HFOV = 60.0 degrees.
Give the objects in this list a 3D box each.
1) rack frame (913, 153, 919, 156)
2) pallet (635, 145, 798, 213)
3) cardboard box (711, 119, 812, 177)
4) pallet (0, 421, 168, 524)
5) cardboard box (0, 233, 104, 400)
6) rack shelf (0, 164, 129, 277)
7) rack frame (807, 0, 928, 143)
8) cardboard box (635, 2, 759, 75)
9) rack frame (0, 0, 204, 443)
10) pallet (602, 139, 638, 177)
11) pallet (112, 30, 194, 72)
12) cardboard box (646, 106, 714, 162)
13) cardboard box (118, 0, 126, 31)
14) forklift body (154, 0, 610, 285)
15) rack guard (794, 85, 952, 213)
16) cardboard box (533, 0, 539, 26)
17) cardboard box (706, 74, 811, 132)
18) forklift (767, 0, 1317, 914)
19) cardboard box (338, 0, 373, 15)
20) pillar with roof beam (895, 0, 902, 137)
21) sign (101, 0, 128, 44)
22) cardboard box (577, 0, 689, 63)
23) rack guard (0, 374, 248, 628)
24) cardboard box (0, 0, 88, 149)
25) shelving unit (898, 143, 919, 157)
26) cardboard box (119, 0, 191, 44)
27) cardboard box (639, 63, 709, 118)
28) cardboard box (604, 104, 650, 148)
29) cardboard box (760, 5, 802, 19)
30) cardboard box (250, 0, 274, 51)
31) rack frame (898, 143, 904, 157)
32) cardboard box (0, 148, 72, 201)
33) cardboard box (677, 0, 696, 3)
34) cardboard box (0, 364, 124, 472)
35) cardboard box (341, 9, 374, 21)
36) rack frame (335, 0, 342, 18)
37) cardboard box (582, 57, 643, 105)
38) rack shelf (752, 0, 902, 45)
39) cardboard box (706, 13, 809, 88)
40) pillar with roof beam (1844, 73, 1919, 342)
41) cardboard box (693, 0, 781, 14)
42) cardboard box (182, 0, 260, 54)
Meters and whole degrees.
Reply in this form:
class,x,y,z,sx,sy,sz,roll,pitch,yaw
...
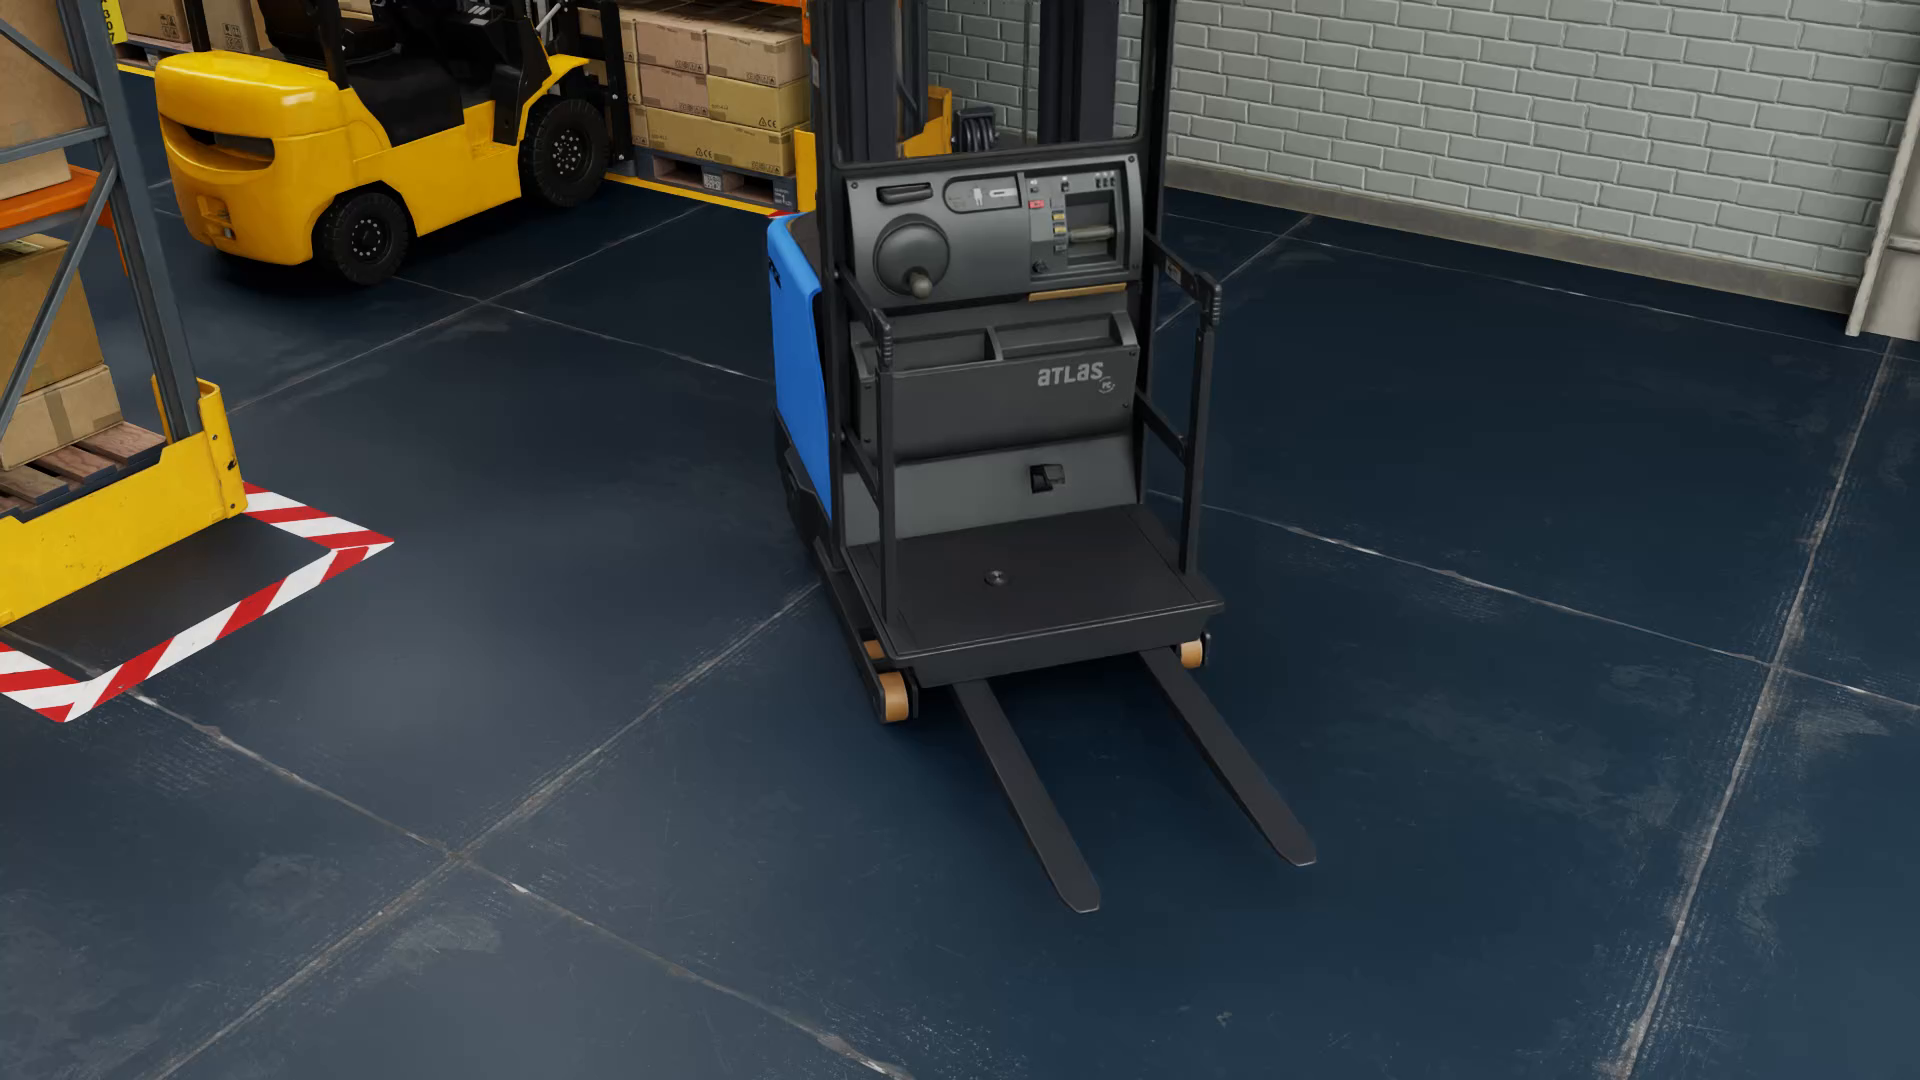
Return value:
class,x,y,z,sx,sy,sz,roll,pitch,yaw
rack frame,-0.257,-0.932,6.633,0.240,1.200,0.006,-11,28,-18
pallet,-1.173,-2.309,9.999,1.213,0.211,1.003,18,35,27
cardboard box,-1.069,-2.311,9.547,0.500,0.250,0.500,18,35,28
pallet,-3.872,-0.256,6.479,1.213,0.211,1.003,18,35,27
cardboard box,-3.695,-0.865,6.324,0.500,0.500,0.500,16,34,26
rack shelf,-4.832,-1.432,6.442,4.000,0.370,1.077,18,35,27
rack frame,-0.503,-3.327,8.975,0.127,3.000,1.000,18,35,27
cardboard box,-1.494,-2.877,9.524,0.500,0.250,0.500,18,35,28
rack frame,-3.138,-1.207,5.342,0.127,3.000,1.000,18,35,27
pallet,-2.202,-2.636,10.559,1.213,0.211,1.003,18,35,27
pallet,-5.573,-3.701,12.384,1.213,0.211,1.003,18,35,27
cardboard box,-1.485,-2.449,9.782,0.500,0.250,0.500,18,35,27
cardboard box,-6.200,-4.281,12.551,0.625,0.625,0.875,19,35,29
forklift body,-3.079,-2.689,8.725,1.214,2.155,2.313,18,35,27
rack guard,-0.482,-2.240,9.594,0.348,0.500,1.175,18,35,27
cardboard box,-2.352,-3.147,9.987,0.500,0.250,0.500,17,34,26
cardboard box,-1.081,-2.533,9.431,0.500,0.250,0.500,17,34,27
forklift,0.180,-0.910,4.902,1.130,2.935,3.031,-9,31,-14
cardboard box,-3.648,-3.560,10.696,0.500,0.250,0.500,17,34,27
pillar with roof beam,-2.902,-4.652,5.293,0.400,9.000,9.100,18,35,27
sign,-2.850,-1.813,5.521,0.005,0.325,0.100,18,35,27
cardboard box,-1.927,-3.008,9.748,0.500,0.250,0.500,18,35,28
rack guard,-3.203,-0.148,6.007,0.348,0.500,1.175,18,35,27
cardboard box,-3.392,-1.624,5.663,0.500,0.500,0.500,17,34,27
shelving unit,-0.289,-0.970,6.710,0.258,1.200,0.189,-11,28,-18
cardboard box,-5.629,-4.100,12.242,0.625,0.625,0.875,16,34,25
cardboard box,-1.500,-2.672,9.669,0.500,0.250,0.500,17,34,27
cardboard box,-1.904,-2.586,10.019,0.500,0.250,0.500,18,35,28
cardboard box,-0.809,-2.962,9.670,0.500,0.250,0.500,17,34,27
cardboard box,-4.338,-3.689,11.536,0.625,0.625,0.875,19,35,29
rack frame,-0.321,-1.007,6.787,0.240,1.200,0.006,-11,28,-18
cardboard box,-3.316,-1.278,5.713,0.250,0.149,0.380,18,35,28
cardboard box,-1.652,-3.233,10.134,0.500,0.250,0.500,17,34,27
cardboard box,-3.675,-0.535,6.502,0.500,0.250,0.500,17,34,27
cardboard box,-3.645,-3.346,10.825,0.500,0.250,0.500,17,34,27
rack frame,-3.891,-4.398,10.812,0.127,3.000,1.000,18,35,27
cardboard box,-1.949,-2.801,9.891,0.500,0.250,0.500,17,34,26
rack shelf,-2.197,-3.552,10.075,4.000,0.370,1.077,18,35,27
cardboard box,-1.058,-2.742,9.294,0.500,0.250,0.500,19,35,29
pillar with roof beam,2.180,-3.044,2.538,0.400,9.000,9.100,18,35,27
cardboard box,-1.234,-3.094,9.896,0.500,0.250,0.500,18,35,27
cardboard box,-4.992,-3.900,11.898,0.625,0.625,0.875,17,34,27
